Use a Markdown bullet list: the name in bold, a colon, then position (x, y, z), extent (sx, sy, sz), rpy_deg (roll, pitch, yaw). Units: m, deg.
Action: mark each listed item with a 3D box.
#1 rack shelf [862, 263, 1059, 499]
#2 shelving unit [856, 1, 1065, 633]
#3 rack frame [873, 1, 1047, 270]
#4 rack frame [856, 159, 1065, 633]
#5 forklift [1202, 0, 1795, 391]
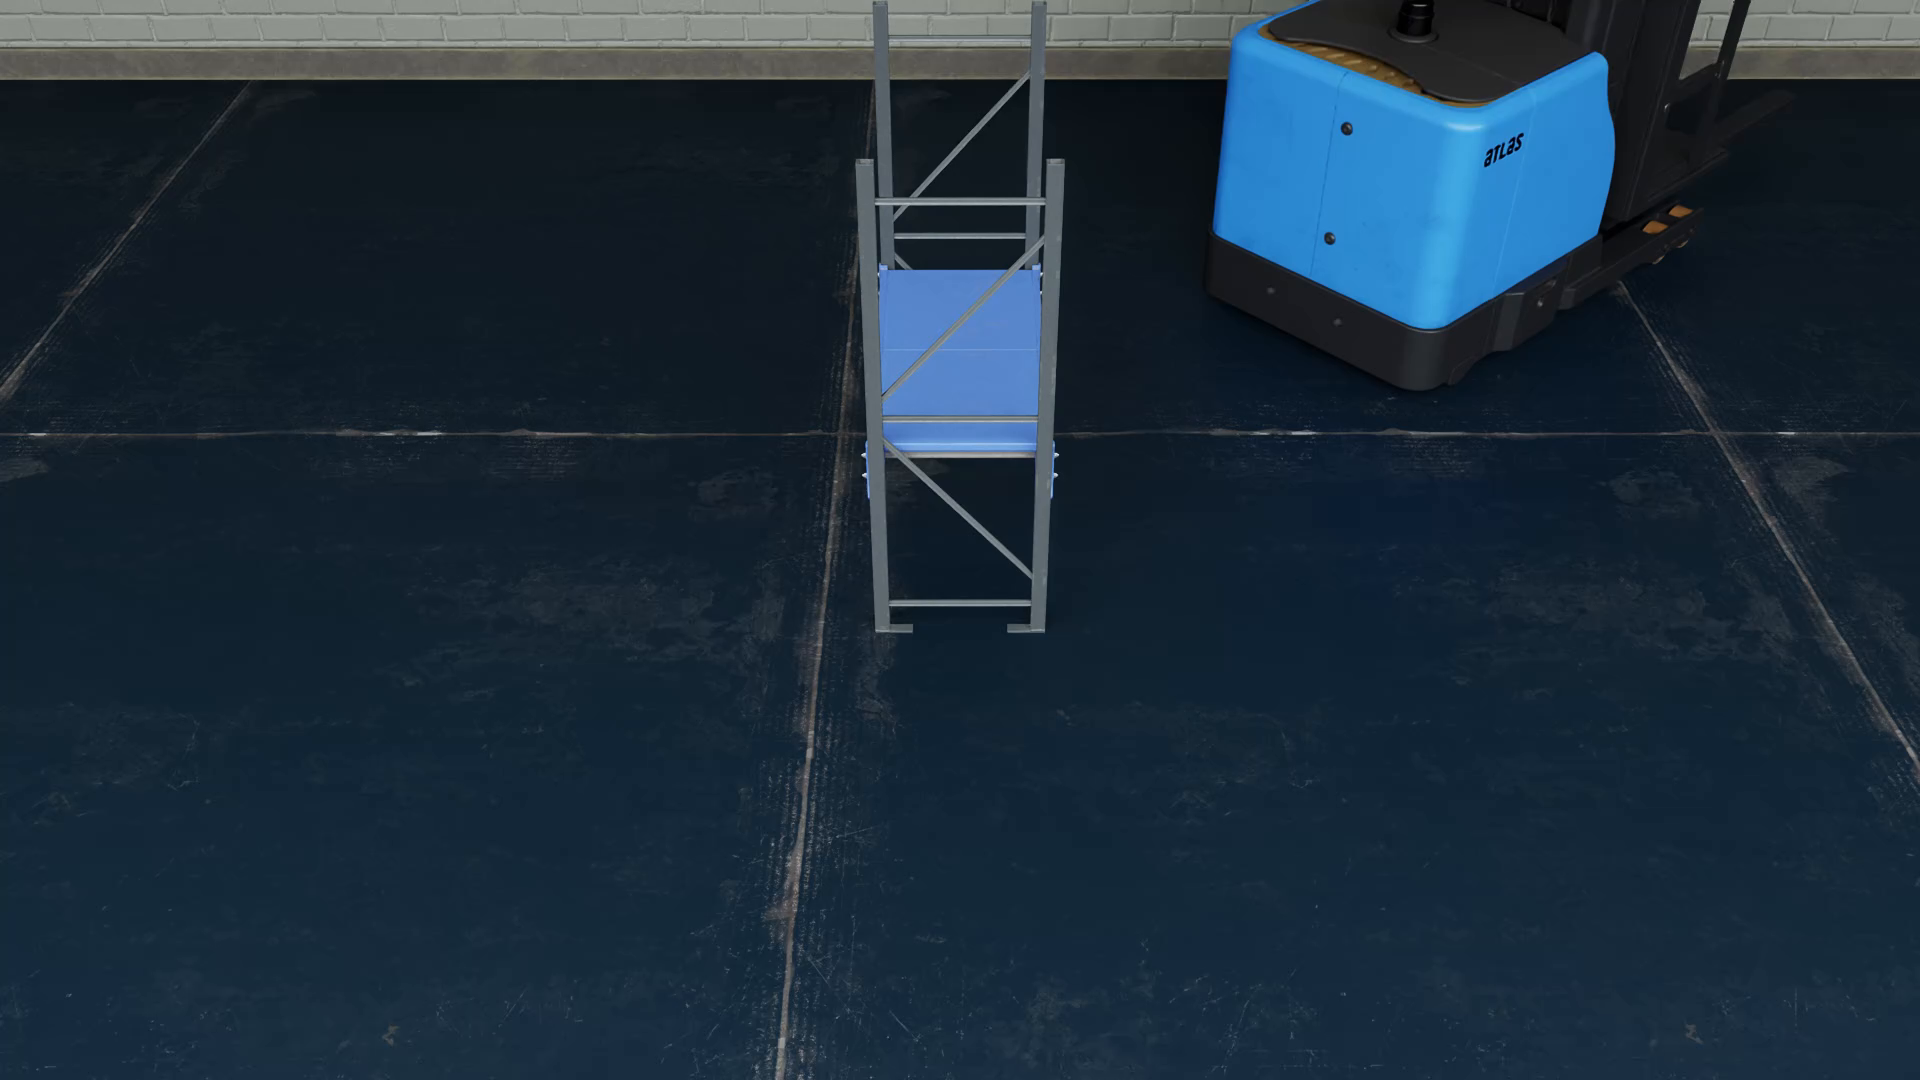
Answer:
- **rack shelf**: position (0.000, -0.498, 4.960), extent (0.538, 0.185, 1.000), rpy_deg (0, 39, 0)
- **shelving unit**: position (0.000, -0.639, 4.848), extent (0.538, 1.500, 1.048), rpy_deg (0, 39, 0)
- **rack frame**: position (-0.001, -0.956, 5.244), extent (0.500, 1.500, 0.032), rpy_deg (0, 39, 0)
- **rack frame**: position (0.000, -0.321, 4.451), extent (0.500, 1.500, 0.032), rpy_deg (0, 39, 0)
- **forklift**: position (2.352, -2.459, 5.975), extent (3.031, 2.935, 1.130), rpy_deg (-30, 47, -32)
